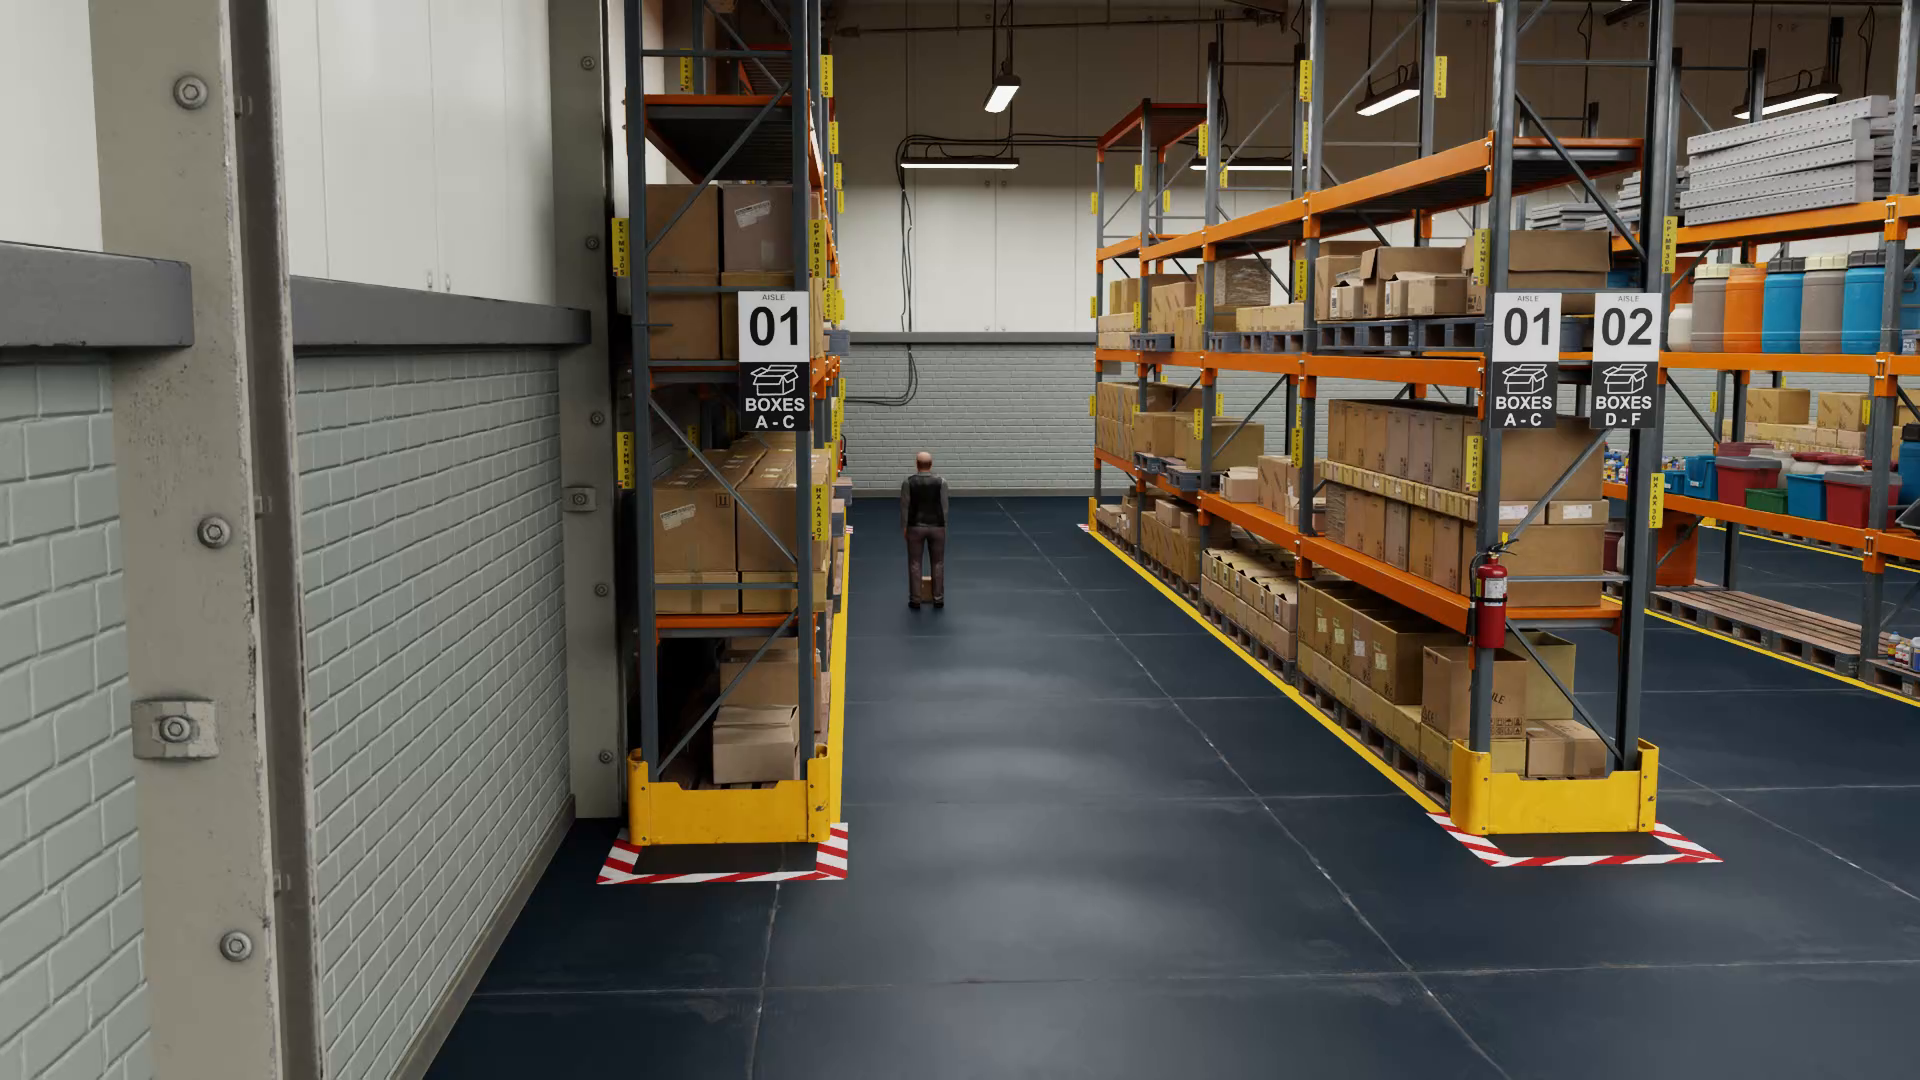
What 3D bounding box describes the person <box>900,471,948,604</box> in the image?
[{"bbox_3d":[-0.396,-0.040,18.316,0.533,1.453,0.358,0,7,-3],"label":"person"}]
